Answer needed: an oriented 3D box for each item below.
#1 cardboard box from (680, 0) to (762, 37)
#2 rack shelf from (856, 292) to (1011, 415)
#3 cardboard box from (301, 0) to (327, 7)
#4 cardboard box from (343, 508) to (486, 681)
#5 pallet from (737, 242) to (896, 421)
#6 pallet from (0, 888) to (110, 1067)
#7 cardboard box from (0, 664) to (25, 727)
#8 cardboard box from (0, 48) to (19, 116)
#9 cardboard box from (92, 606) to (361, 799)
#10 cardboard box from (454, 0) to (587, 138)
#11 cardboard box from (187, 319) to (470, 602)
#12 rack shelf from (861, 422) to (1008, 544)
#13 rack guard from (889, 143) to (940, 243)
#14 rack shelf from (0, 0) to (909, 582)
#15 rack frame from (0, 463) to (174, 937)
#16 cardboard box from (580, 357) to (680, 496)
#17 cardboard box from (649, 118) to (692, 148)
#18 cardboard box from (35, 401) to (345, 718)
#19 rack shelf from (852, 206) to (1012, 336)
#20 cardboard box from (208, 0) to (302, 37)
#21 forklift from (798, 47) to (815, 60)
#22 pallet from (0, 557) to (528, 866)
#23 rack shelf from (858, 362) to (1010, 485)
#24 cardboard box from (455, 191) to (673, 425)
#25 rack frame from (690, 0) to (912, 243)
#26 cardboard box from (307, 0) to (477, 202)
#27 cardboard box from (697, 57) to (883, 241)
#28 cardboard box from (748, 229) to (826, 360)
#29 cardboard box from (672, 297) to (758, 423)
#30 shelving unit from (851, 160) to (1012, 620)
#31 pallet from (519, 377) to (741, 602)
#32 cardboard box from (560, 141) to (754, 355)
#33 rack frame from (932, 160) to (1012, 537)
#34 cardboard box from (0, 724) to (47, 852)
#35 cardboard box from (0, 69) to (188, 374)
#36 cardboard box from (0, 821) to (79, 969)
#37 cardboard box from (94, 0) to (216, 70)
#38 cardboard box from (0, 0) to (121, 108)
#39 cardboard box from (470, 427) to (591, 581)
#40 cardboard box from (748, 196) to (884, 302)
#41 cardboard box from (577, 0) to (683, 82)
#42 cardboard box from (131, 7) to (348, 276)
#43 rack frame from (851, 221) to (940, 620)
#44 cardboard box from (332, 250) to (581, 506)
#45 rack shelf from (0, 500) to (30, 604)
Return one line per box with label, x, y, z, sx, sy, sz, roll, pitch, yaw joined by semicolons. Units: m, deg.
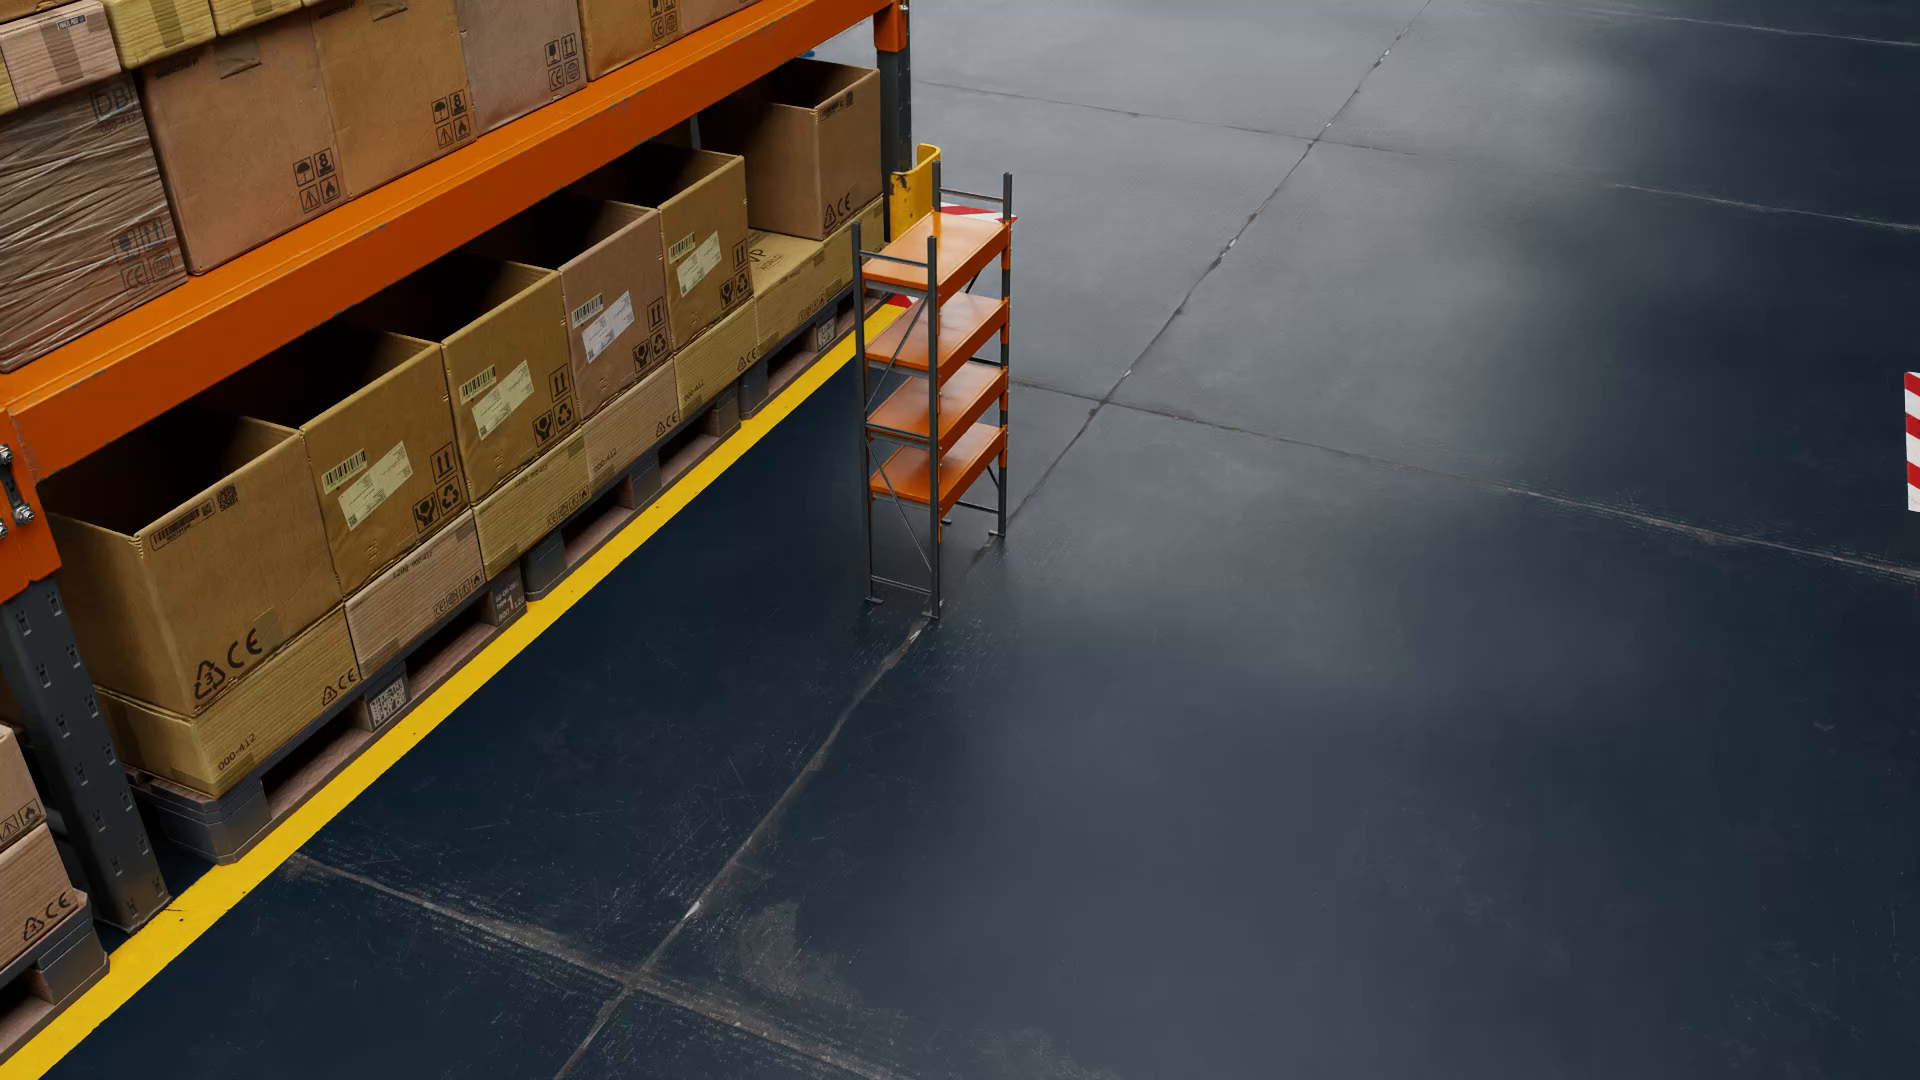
cardboard box;-1.094;-2.023;5.509;0.700;0.500;0.500;15;36;22
rack shelf;-0.069;-0.550;4.710;0.258;0.148;0.480;14;36;20
cardboard box;-1.631;-1.393;3.956;0.380;0.149;0.250;13;35;19
cardboard box;-1.662;0.083;4.512;0.500;0.250;0.500;14;36;20
pallet;-0.954;-0.917;6.456;1.003;0.211;1.213;14;36;20
pallet;-2.618;1.060;3.440;1.003;0.211;1.213;14;36;20
cardboard box;-2.350;0.212;4.316;0.500;0.250;0.500;14;36;20
cardboard box;-2.057;-0.884;3.180;0.380;0.149;0.250;14;36;20
cardboard box;-1.876;0.331;4.134;0.500;0.250;0.500;14;36;20
cardboard box;-1.524;-1.514;4.733;0.700;0.500;0.500;15;36;22
cardboard box;-1.665;-0.231;4.307;0.500;0.500;0.500;14;36;20
rack shelf;-0.069;-0.197;4.941;0.258;0.148;0.480;14;36;20
rack guard;-0.662;-1.440;6.991;1.175;0.500;0.348;14;36;20
rack shelf;-1.509;-1.177;4.965;1.077;0.370;4.000;14;36;20
rack frame;-2.345;-0.482;3.249;1.000;3.000;0.127;14;36;20
cardboard box;-1.244;-0.415;5.272;0.500;0.250;0.500;14;36;20
cardboard box;-1.306;-1.348;6.010;0.500;0.500;0.500;14;36;20
cardboard box;-1.867;0.020;3.925;0.500;0.500;0.500;14;36;20
rack shelf;-0.069;-0.748;4.580;0.258;0.148;0.480;14;36;20
cardboard box;-1.737;-1.269;3.767;0.380;0.149;0.250;14;36;20
forklift;-2.205;-2.837;6.903;3.031;2.935;1.130;-14;36;-20
pallet;-1.974;0.298;4.603;1.003;0.211;1.213;14;36;20
rack shelf;-0.069;-0.363;4.832;0.258;0.148;0.480;14;36;20
cardboard box;-1.241;-0.728;5.065;0.500;0.500;0.500;14;36;20
rack frame;-0.672;-2.474;6.287;1.000;3.000;0.127;14;36;20
cardboard box;-1.737;-1.259;4.343;0.700;0.500;0.500;15;36;21
cardboard box;-0.626;-1.478;6.209;0.500;0.500;0.500;14;36;20
cardboard box;-0.826;-0.913;6.031;0.500;0.250;0.500;14;36;20
cardboard box;-1.034;-0.663;5.651;0.500;0.250;0.500;14;36;20
shelving unit;-0.069;-0.419;4.795;0.258;1.200;0.503;14;36;20
pallet;-1.465;-0.312;5.533;1.003;0.211;1.213;14;36;20
cardboard box;-1.031;-0.976;5.444;0.500;0.500;0.500;14;36;20
rack frame;0.033;-0.541;4.981;0.240;1.200;0.015;14;36;20
cardboard box;-2.254;0.526;3.326;0.500;0.311;0.500;14;36;20
cardboard box;-2.165;-0.746;3.561;0.700;0.500;0.500;13;36;19
cardboard box;-2.255;0.766;3.471;0.500;0.250;0.500;14;36;20
cardboard box;-1.846;-1.138;3.567;0.380;0.149;0.250;13;36;19
cardboard box;-1.952;-1.009;3.371;0.380;0.149;0.250;15;36;21
cardboard box;-1.448;-0.164;4.890;0.500;0.250;0.500;14;36;20
cardboard box;-0.628;-1.165;6.415;0.500;0.250;0.500;14;36;20
cardboard box;-1.307;-1.777;5.134;0.700;0.500;0.500;14;36;21
cardboard box;-1.951;-1.010;3.964;0.700;0.500;0.500;14;36;20
rack frame;-0.171;-0.298;4.610;0.240;1.200;0.015;14;36;20
cardboard box;-1.449;-0.478;4.684;0.500;0.500;0.500;14;36;20
rack shelf;-3.182;0.815;1.927;1.077;0.370;4.000;14;36;20
